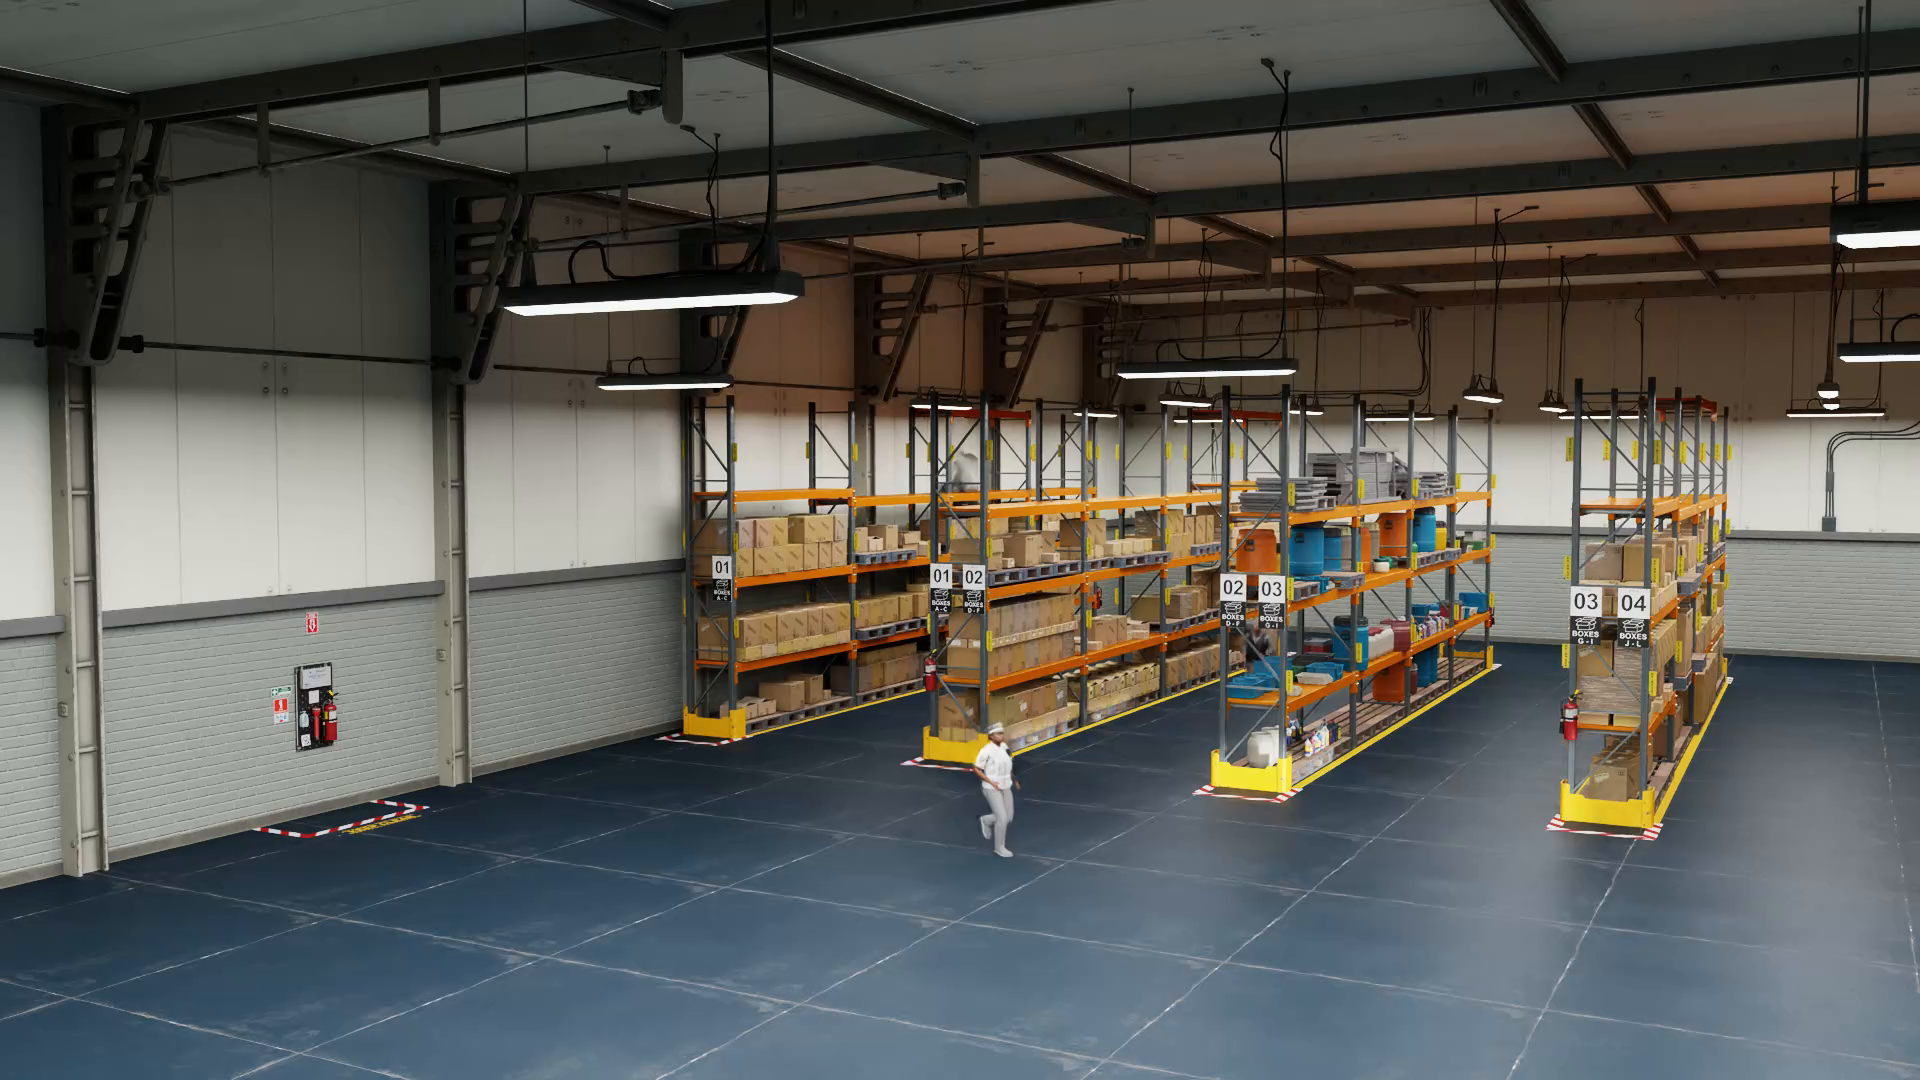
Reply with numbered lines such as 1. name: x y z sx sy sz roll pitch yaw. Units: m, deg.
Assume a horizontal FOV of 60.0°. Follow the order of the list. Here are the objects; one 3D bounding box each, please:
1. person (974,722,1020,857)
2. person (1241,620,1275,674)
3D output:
1. person: 0.435 3.094 20.758 0.575 1.663 0.574 -3 4 -43
2. person: 5.873 2.429 32.854 0.676 1.692 0.675 1 3 22
